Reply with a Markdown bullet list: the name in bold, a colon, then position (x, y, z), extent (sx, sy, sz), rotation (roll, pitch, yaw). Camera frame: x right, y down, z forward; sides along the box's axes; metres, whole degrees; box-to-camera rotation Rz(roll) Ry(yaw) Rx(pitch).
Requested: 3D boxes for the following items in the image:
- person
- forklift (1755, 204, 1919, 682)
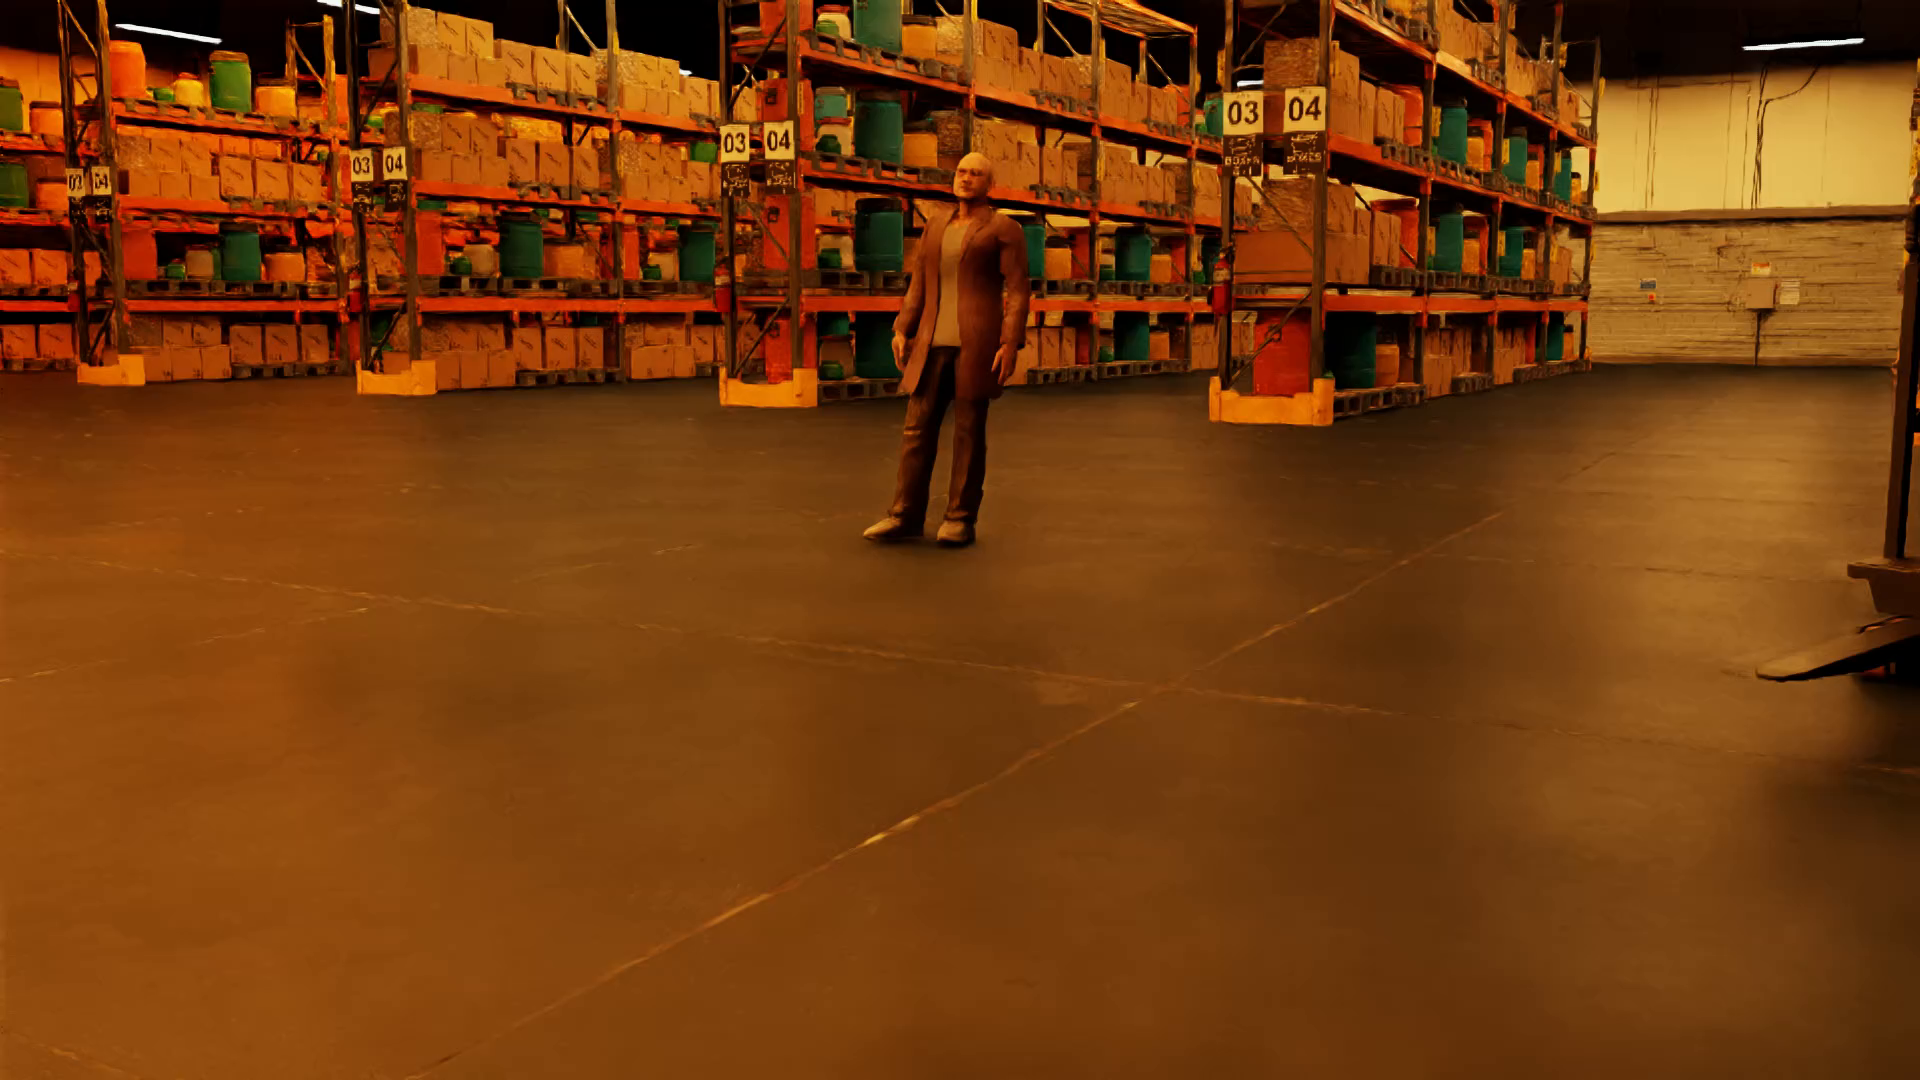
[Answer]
- **person**: position (-0.048, -0.877, 7.614), extent (0.694, 1.776, 0.580), rotation (4, 9, 29)
- **forklift**: position (3.224, -1.017, 4.463), extent (3.031, 2.935, 1.130), rotation (-7, 10, -41)
